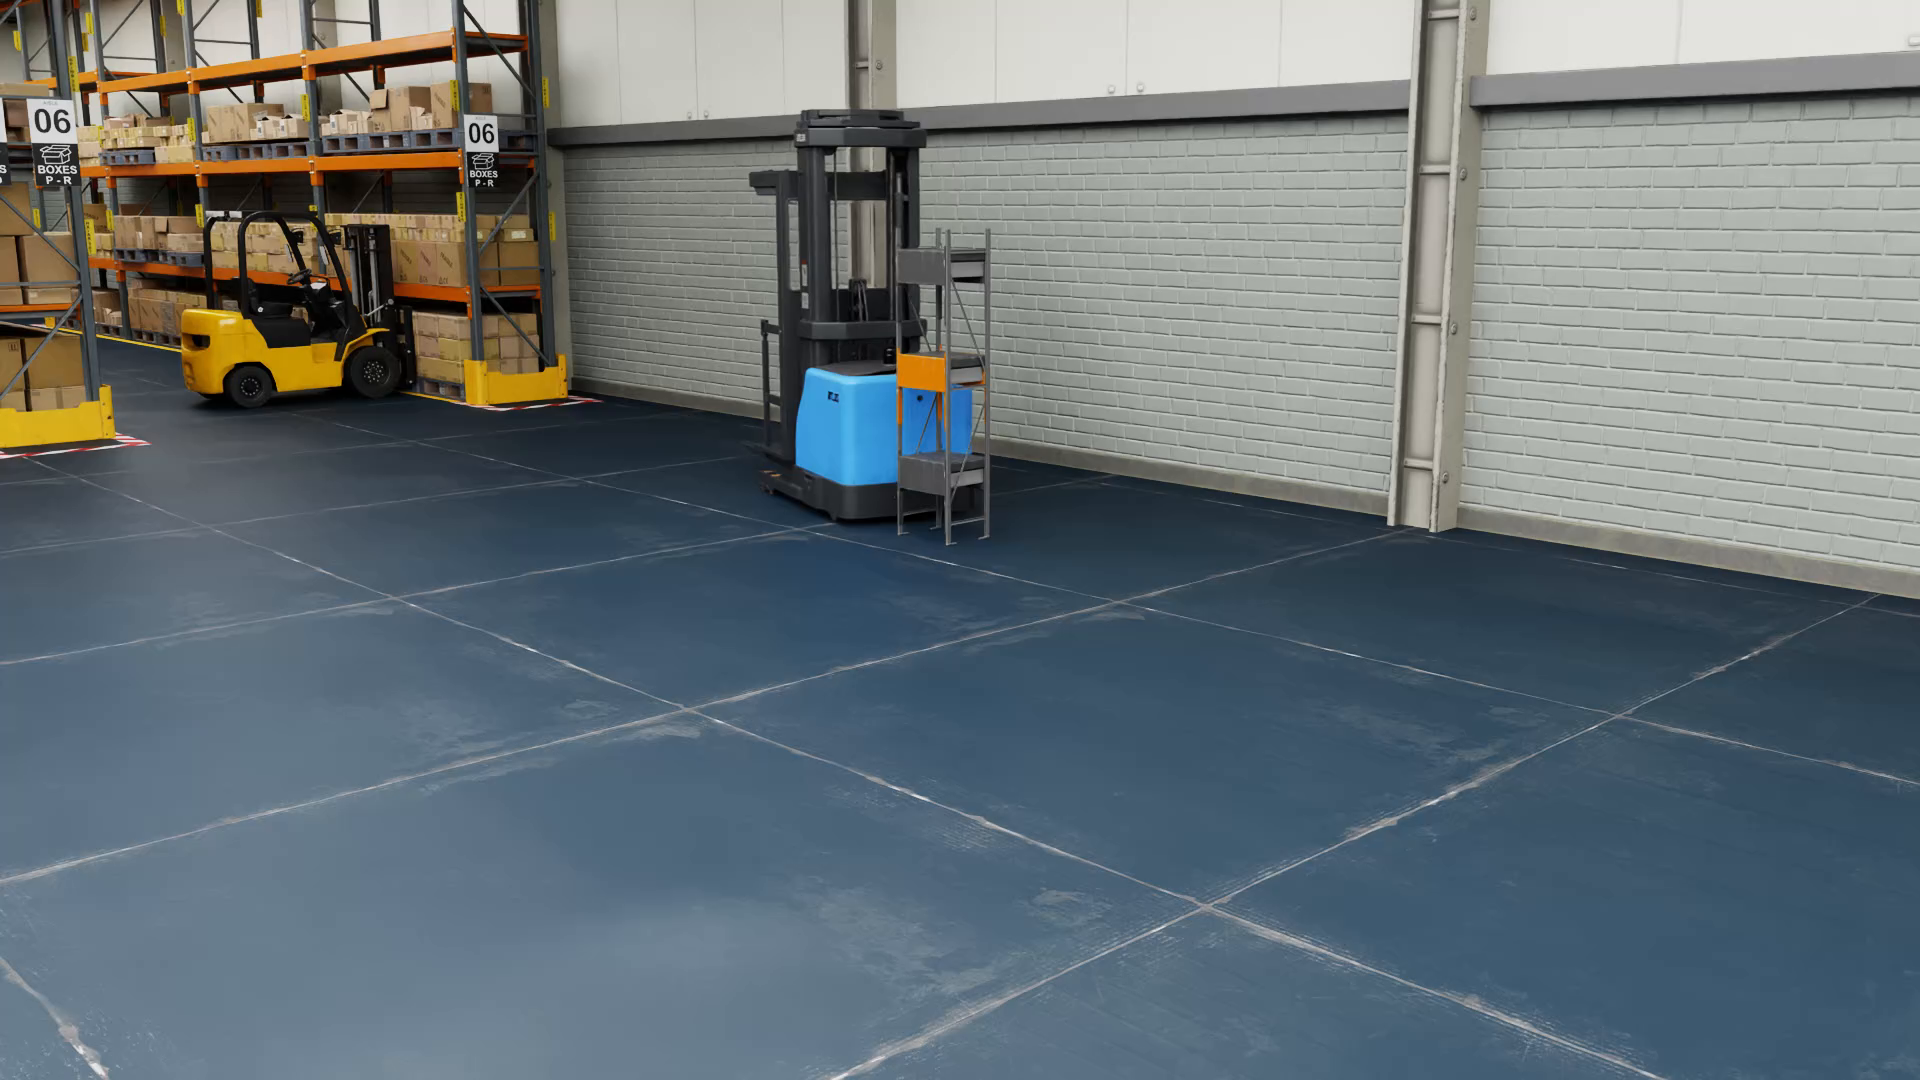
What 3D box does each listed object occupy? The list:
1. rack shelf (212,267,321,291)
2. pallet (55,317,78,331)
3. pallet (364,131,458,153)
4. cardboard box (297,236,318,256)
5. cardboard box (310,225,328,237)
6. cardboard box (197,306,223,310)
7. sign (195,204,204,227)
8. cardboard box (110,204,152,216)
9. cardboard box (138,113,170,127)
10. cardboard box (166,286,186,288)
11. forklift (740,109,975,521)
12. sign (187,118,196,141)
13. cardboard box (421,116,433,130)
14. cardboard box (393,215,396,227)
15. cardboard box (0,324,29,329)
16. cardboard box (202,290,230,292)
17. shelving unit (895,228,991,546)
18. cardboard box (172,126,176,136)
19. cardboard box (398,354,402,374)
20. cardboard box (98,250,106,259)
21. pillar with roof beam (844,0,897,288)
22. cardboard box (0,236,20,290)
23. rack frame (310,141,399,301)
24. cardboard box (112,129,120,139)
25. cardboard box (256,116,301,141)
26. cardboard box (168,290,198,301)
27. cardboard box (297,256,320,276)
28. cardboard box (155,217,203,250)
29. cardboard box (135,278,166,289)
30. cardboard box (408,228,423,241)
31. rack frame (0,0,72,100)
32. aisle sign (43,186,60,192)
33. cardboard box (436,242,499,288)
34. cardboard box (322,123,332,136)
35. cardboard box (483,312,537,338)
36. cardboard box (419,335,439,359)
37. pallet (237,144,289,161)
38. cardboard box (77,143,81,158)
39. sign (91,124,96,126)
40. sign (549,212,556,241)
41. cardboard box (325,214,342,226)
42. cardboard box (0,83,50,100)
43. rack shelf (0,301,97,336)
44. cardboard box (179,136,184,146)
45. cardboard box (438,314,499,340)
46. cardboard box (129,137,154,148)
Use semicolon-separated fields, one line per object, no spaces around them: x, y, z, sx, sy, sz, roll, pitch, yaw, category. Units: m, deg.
-9.289;-3.619;23.328;1.077;0.370;4.000;-11;16;-43;rack shelf
-15.591;-3.938;30.003;1.003;0.211;1.213;-11;16;-43;pallet
-6.462;-4.807;20.094;1.003;0.211;1.213;-11;16;-43;pallet
-8.432;-3.887;21.978;0.500;0.250;0.500;-11;16;-44;cardboard box
-8.304;-4.065;21.855;0.380;0.149;0.250;-10;15;-41;cardboard box
-11.118;-3.277;25.036;0.500;0.500;0.500;-10;15;-41;cardboard box
-11.056;-4.715;24.190;0.100;0.325;0.005;-11;16;-43;sign
-14.268;-5.541;28.650;0.500;0.500;0.500;11;16;44;cardboard box
-12.965;-6.728;26.769;0.396;0.266;0.258;-11;16;-43;cardboard box
-12.970;-4.133;27.584;0.250;0.149;0.380;11;16;43;cardboard box
-0.973;-1.826;13.009;1.130;2.935;3.031;-5;13;-24;forklift
-11.064;-5.911;23.952;0.100;0.325;0.005;-11;16;-43;sign
-5.937;-4.775;19.057;0.250;0.149;0.380;11;16;44;cardboard box
-6.609;-3.854;20.093;0.380;0.149;0.250;-11;16;-42;cardboard box
-10.187;-2.017;17.681;0.500;0.500;0.500;-10;15;-40;cardboard box
-11.737;-3.863;26.277;0.380;0.149;0.250;-11;16;-42;cardboard box
-0.114;-1.053;11.317;0.431;2.100;0.503;-11;16;-43;shelving unit
-11.592;-6.137;24.978;0.380;0.149;0.250;-11;16;-43;cardboard box
-6.749;-2.200;20.431;0.500;0.250;0.500;-10;15;-41;cardboard box
-14.228;-4.805;27.924;0.380;0.149;0.250;-10;16;-41;cardboard box
-3.945;-4.786;12.341;9.100;9.000;0.400;-11;16;-43;pillar with roof beam
-9.307;-2.639;15.803;0.500;0.500;0.500;-11;16;-44;cardboard box
-7.908;-3.680;21.839;1.000;3.000;0.127;-11;16;-43;rack frame
-13.163;-6.417;26.288;0.380;0.149;0.250;-11;16;-44;cardboard box
-9.114;-5.544;22.384;0.500;0.311;0.500;11;16;43;cardboard box
-12.223;-3.840;26.162;0.380;0.149;0.250;-11;16;-42;cardboard box
-8.445;-3.643;22.034;0.500;0.250;0.500;-10;16;-41;cardboard box
-11.931;-4.732;25.651;0.637;0.503;0.797;11;16;44;cardboard box
-13.163;-4.171;27.034;0.250;0.149;0.380;11;16;42;cardboard box
-6.302;-3.624;19.712;0.250;0.149;0.380;11;16;43;cardboard box
-8.733;-5.342;15.040;1.000;3.000;0.127;-11;16;-43;rack frame
-16.454;-6.673;29.927;0.394;0.787;0.004;-11;16;-43;aisle sign
-5.675;-3.180;19.166;0.500;0.500;0.500;-11;16;-44;cardboard box
-7.818;-5.173;20.986;0.380;0.149;0.250;-10;16;-41;cardboard box
-5.341;-2.541;19.608;0.500;0.250;0.500;-11;16;-43;cardboard box
-6.046;-2.302;19.686;0.500;0.250;0.500;-11;16;-43;cardboard box
-9.362;-5.391;23.178;1.003;0.211;1.213;-10;15;-40;pallet
-14.659;-6.575;28.092;0.500;0.250;0.500;-10;16;-41;cardboard box
-15.780;-7.408;30.308;0.100;0.325;0.005;-11;16;-43;sign
-4.740;-3.635;19.281;0.100;0.325;0.005;-11;16;-43;sign
-7.902;-4.104;21.307;0.380;0.149;0.250;-10;16;-41;cardboard box
-8.831;-4.221;15.677;0.380;0.149;0.250;-11;16;-43;cardboard box
-10.114;-2.343;17.135;1.077;0.370;4.000;-11;16;-43;rack shelf
-11.417;-5.955;24.833;0.380;0.149;0.250;-10;16;-41;cardboard box
-5.689;-2.468;19.255;0.500;0.250;0.500;-10;15;-41;cardboard box
-12.638;-6.162;25.787;0.380;0.149;0.250;-10;16;-41;cardboard box
